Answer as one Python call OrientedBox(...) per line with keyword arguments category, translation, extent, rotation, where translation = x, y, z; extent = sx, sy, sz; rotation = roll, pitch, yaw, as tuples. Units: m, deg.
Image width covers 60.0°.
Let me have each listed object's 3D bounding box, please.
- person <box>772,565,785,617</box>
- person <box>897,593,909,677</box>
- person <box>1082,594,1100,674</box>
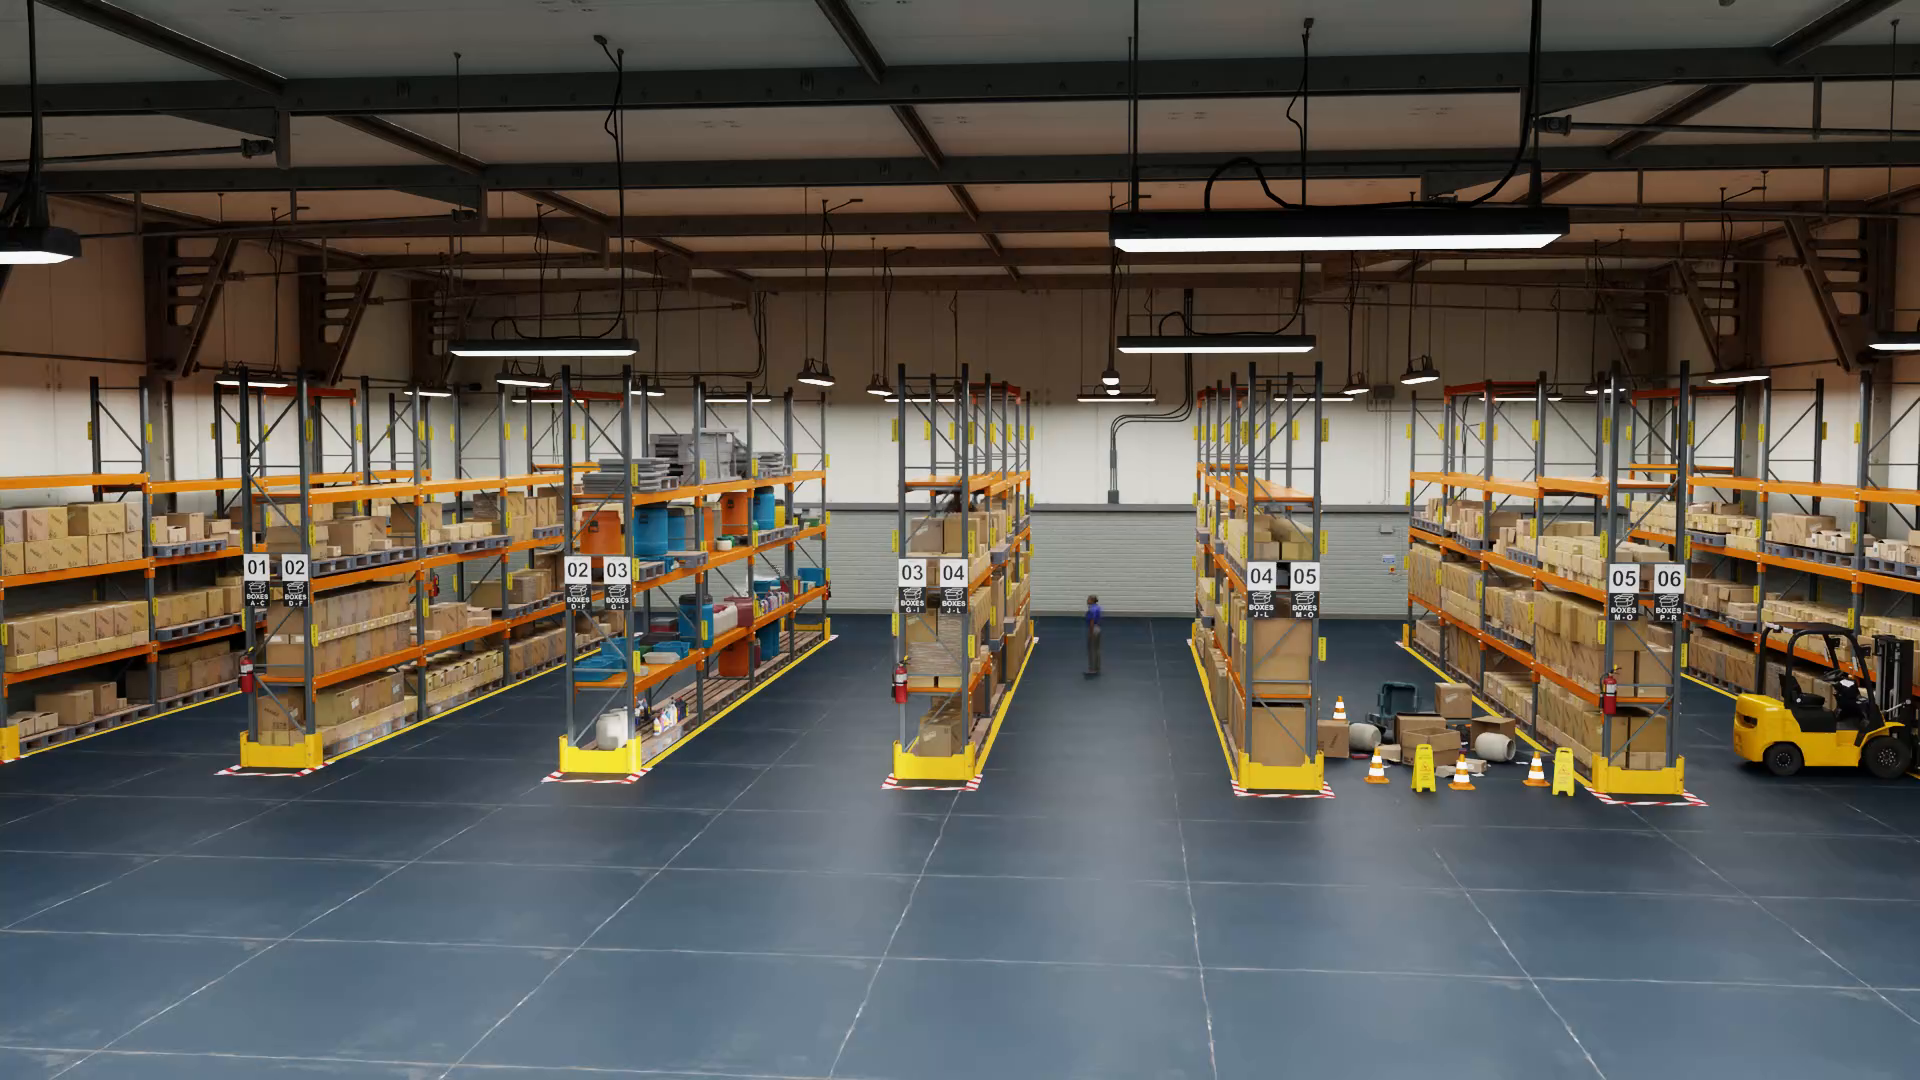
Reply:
OrientedBox(category="person", translation=(-4.627, 1.458, 42.360), extent=(0.900, 1.642, 0.587), rotation=(2, 4, 28))
OrientedBox(category="person", translation=(-1.072, 1.861, 33.696), extent=(0.406, 1.777, 0.657), rotation=(1, 4, 9))
OrientedBox(category="person", translation=(2.739, 1.950, 34.606), extent=(0.352, 1.646, 0.528), rotation=(1, 4, 14))
